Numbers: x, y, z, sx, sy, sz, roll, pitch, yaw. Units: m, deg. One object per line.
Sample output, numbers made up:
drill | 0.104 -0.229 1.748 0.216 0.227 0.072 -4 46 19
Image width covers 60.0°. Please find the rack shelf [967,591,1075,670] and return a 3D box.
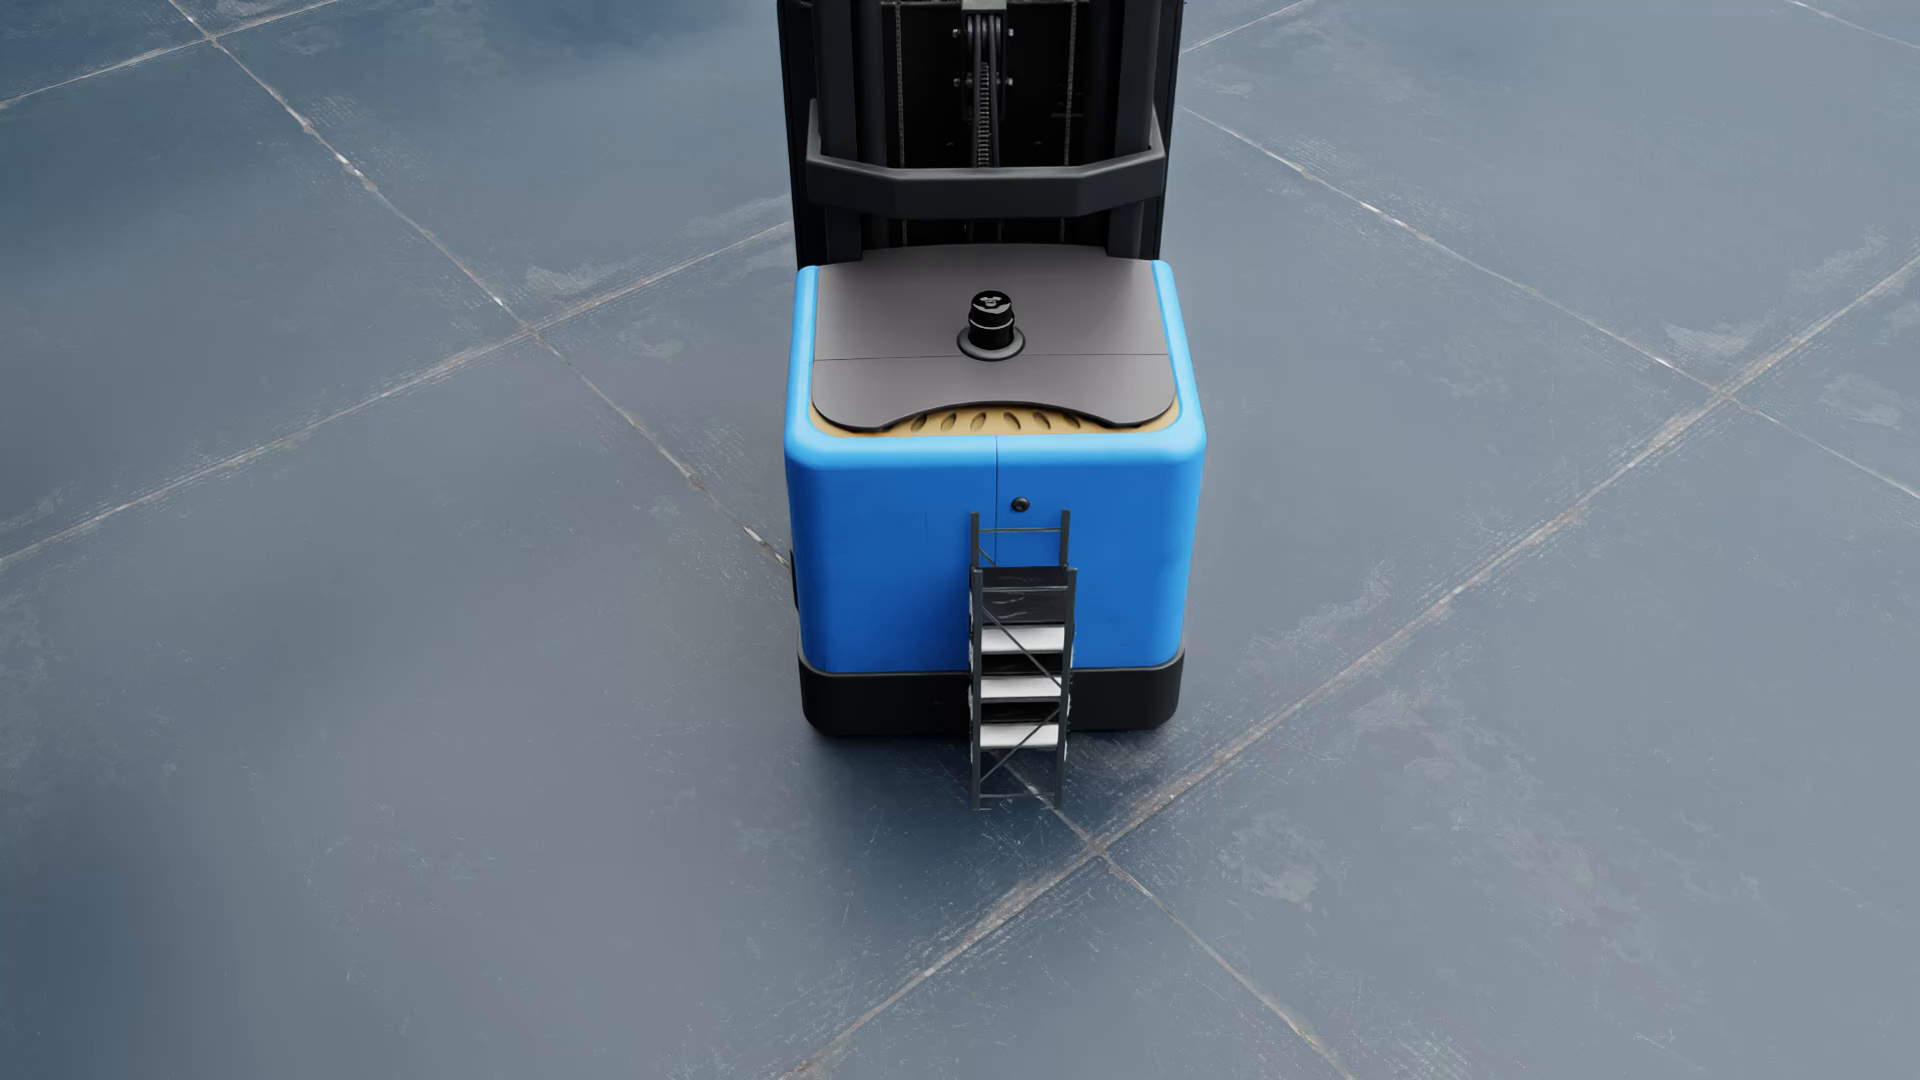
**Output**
rack shelf | 0.149 0.221 4.143 0.258 0.077 0.200 -1 43 -1

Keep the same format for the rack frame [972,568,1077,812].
rack frame | 0.152 0.398 4.169 0.240 0.900 0.006 -1 43 -1

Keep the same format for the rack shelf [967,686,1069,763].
rack shelf | 0.149 0.484 4.389 0.258 0.077 0.200 -1 43 -1

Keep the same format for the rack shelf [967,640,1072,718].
rack shelf | 0.149 0.353 4.266 0.258 0.077 0.200 -1 43 -1

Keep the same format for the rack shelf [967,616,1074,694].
rack shelf | 0.149 0.287 4.204 0.258 0.077 0.200 -1 43 -1

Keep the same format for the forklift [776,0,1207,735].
forklift | 0.047 -1.523 4.731 1.130 2.935 3.031 -1 43 -1

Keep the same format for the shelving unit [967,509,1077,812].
shelving unit | 0.149 0.328 4.243 0.258 0.900 0.210 -1 43 -1

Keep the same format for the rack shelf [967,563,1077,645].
rack shelf | 0.149 0.156 4.081 0.258 0.077 0.200 -1 43 -1

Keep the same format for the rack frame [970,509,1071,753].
rack frame | 0.147 0.259 4.317 0.240 0.900 0.006 -1 43 -1

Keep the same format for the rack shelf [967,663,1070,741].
rack shelf | 0.149 0.418 4.327 0.258 0.077 0.200 -1 43 -1
